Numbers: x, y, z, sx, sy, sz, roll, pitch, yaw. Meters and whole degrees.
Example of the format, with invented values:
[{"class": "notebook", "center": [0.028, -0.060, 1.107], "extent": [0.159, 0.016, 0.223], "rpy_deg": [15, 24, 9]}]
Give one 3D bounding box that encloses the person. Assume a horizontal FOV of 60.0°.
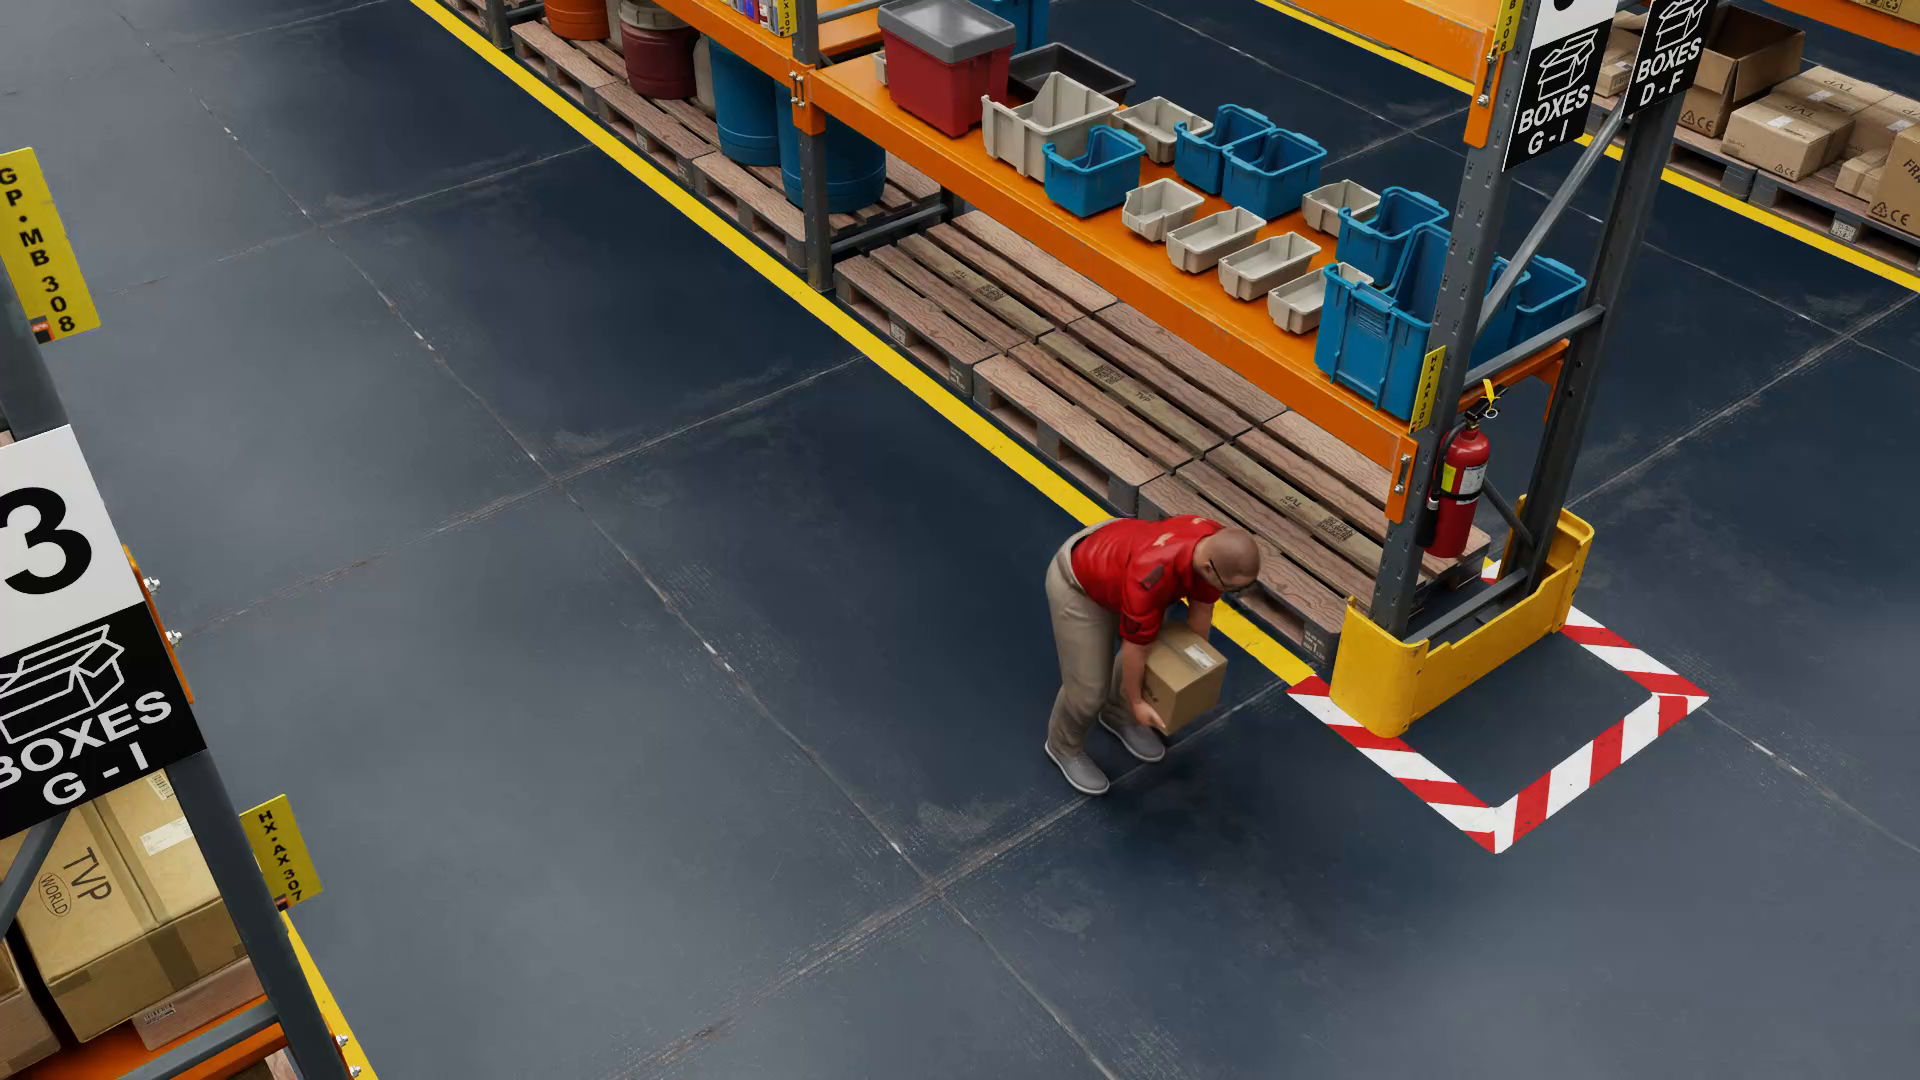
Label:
[{"class": "person", "center": [0.673, 0.377, 5.948], "extent": [0.475, 1.443, 0.833], "rpy_deg": [-27, 47, -29]}]
